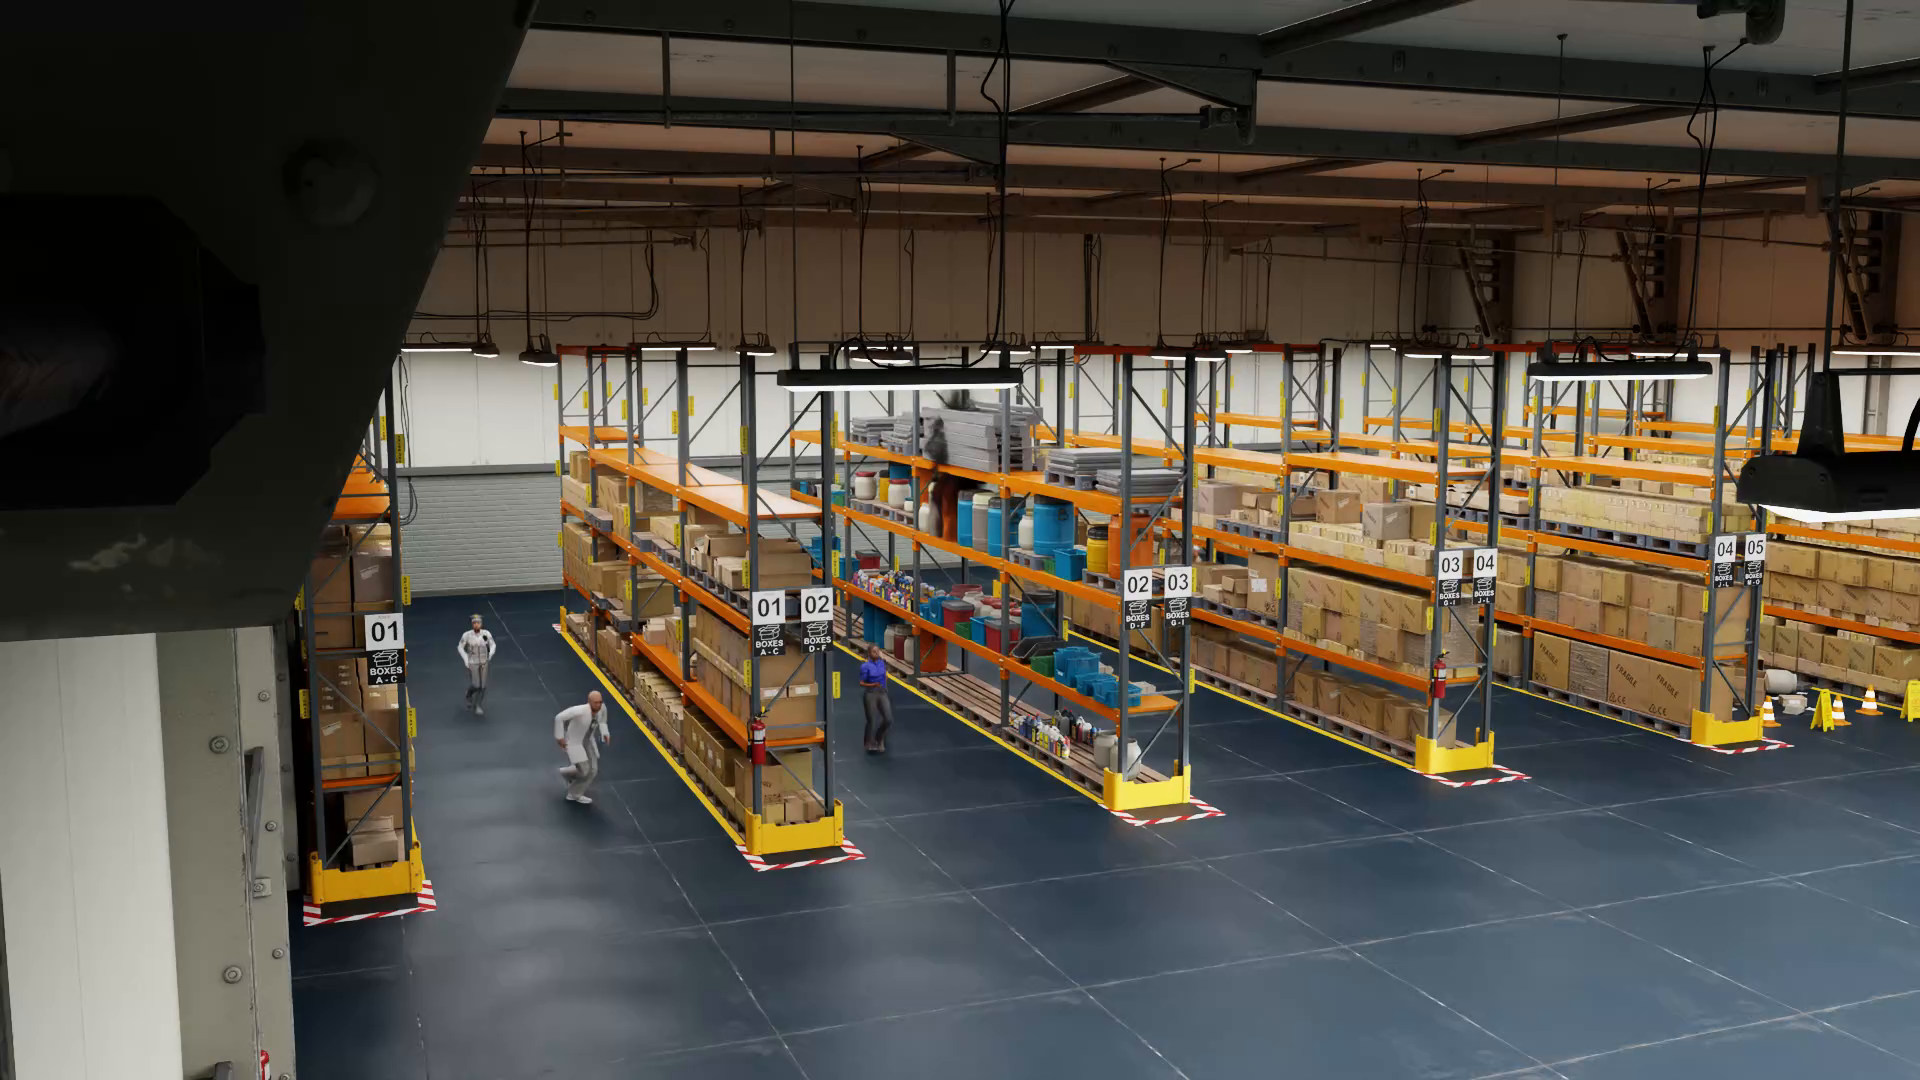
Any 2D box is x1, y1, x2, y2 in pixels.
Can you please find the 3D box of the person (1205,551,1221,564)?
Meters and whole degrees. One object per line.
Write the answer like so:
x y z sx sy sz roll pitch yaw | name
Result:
6.471 0.130 42.418 0.873 1.599 0.530 -6 9 -39 | person

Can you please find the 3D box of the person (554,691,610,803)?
-5.049 2.754 22.109 0.887 1.591 0.734 6 9 40 | person

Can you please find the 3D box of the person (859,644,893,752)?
-1.229 2.383 24.823 0.557 1.639 0.623 -5 9 -32 | person

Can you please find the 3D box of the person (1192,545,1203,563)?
4.968 0.935 35.909 0.649 1.703 0.721 -5 9 -33 | person

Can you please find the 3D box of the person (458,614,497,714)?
-7.927 2.045 27.407 0.604 1.656 0.566 -4 8 -27 | person
